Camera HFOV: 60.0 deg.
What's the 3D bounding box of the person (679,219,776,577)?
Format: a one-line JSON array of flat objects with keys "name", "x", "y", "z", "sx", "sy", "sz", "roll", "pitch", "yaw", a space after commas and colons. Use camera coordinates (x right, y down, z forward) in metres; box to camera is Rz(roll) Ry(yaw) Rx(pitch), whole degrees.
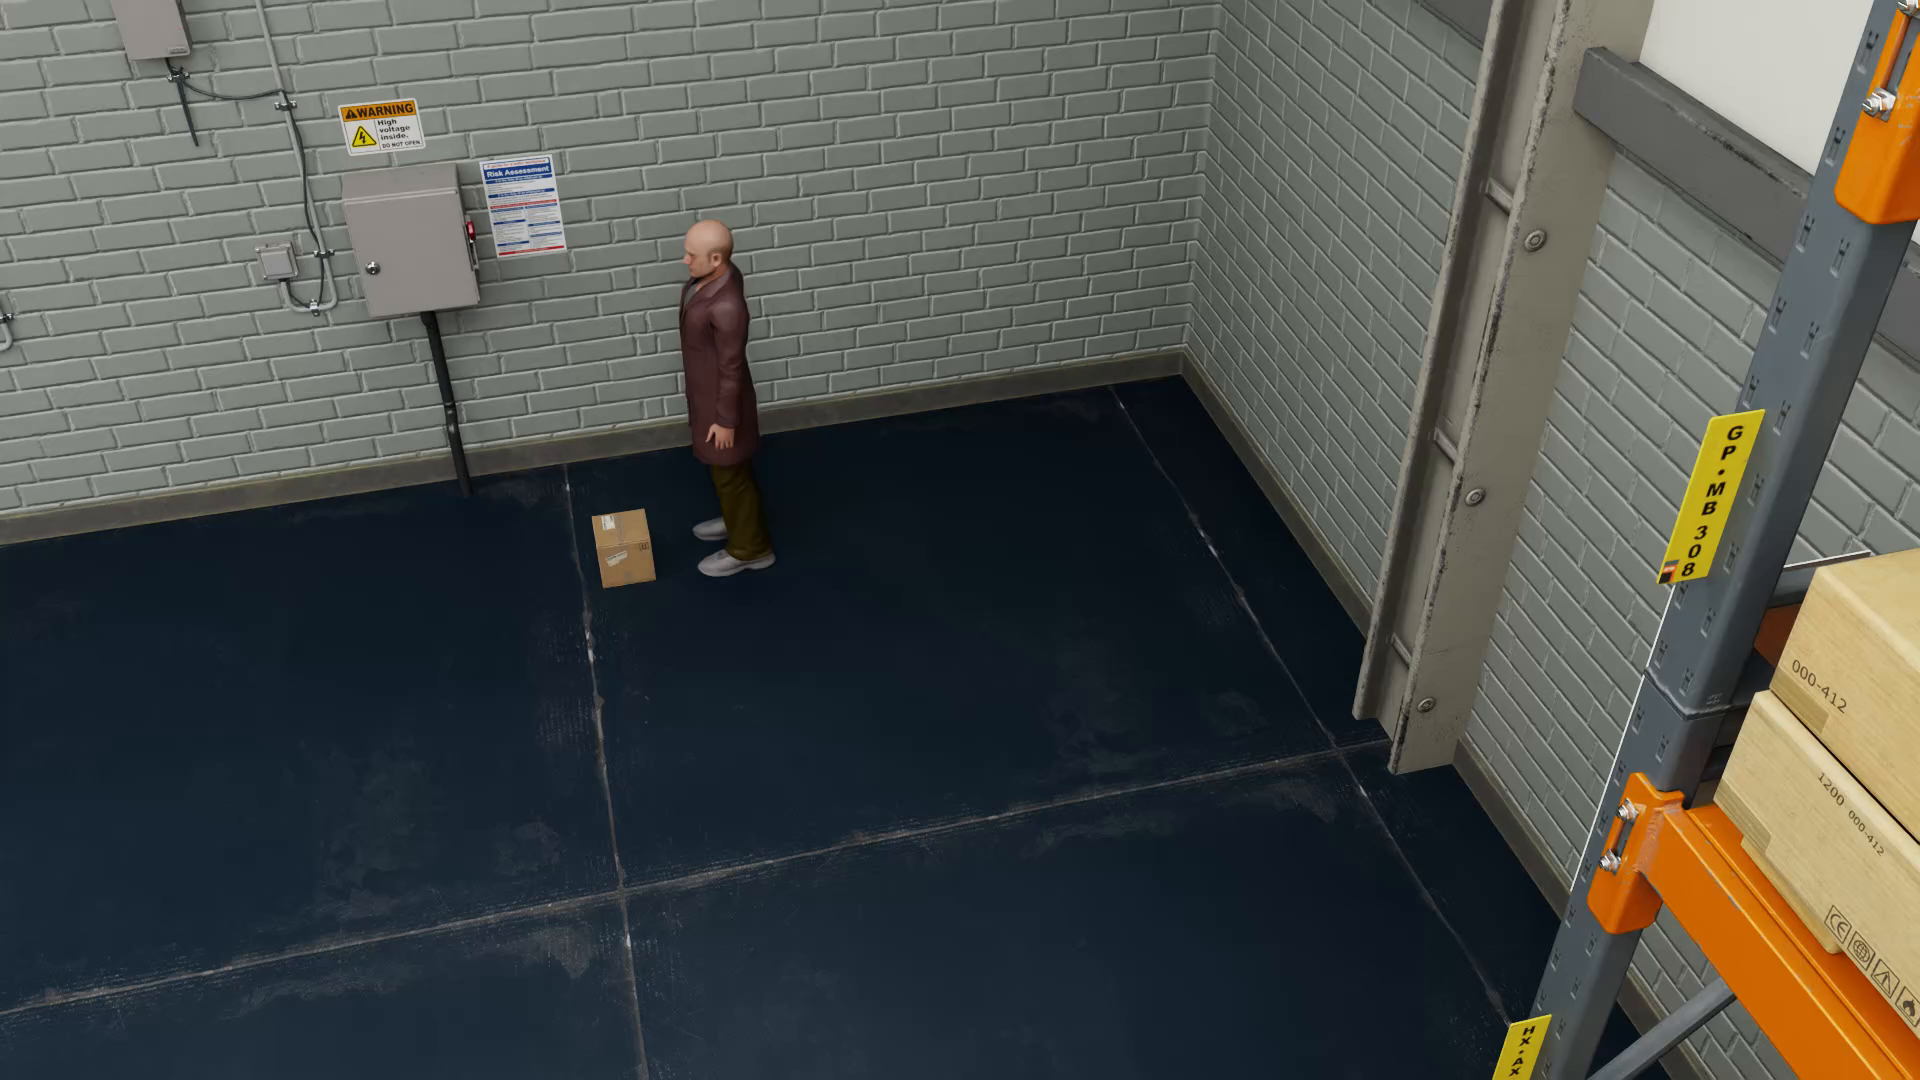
[{"name": "person", "x": -1.095, "y": -0.637, "z": 7.551, "sx": 0.385, "sy": 1.778, "sz": 0.564, "roll": -9, "pitch": 39, "yaw": -11}]
